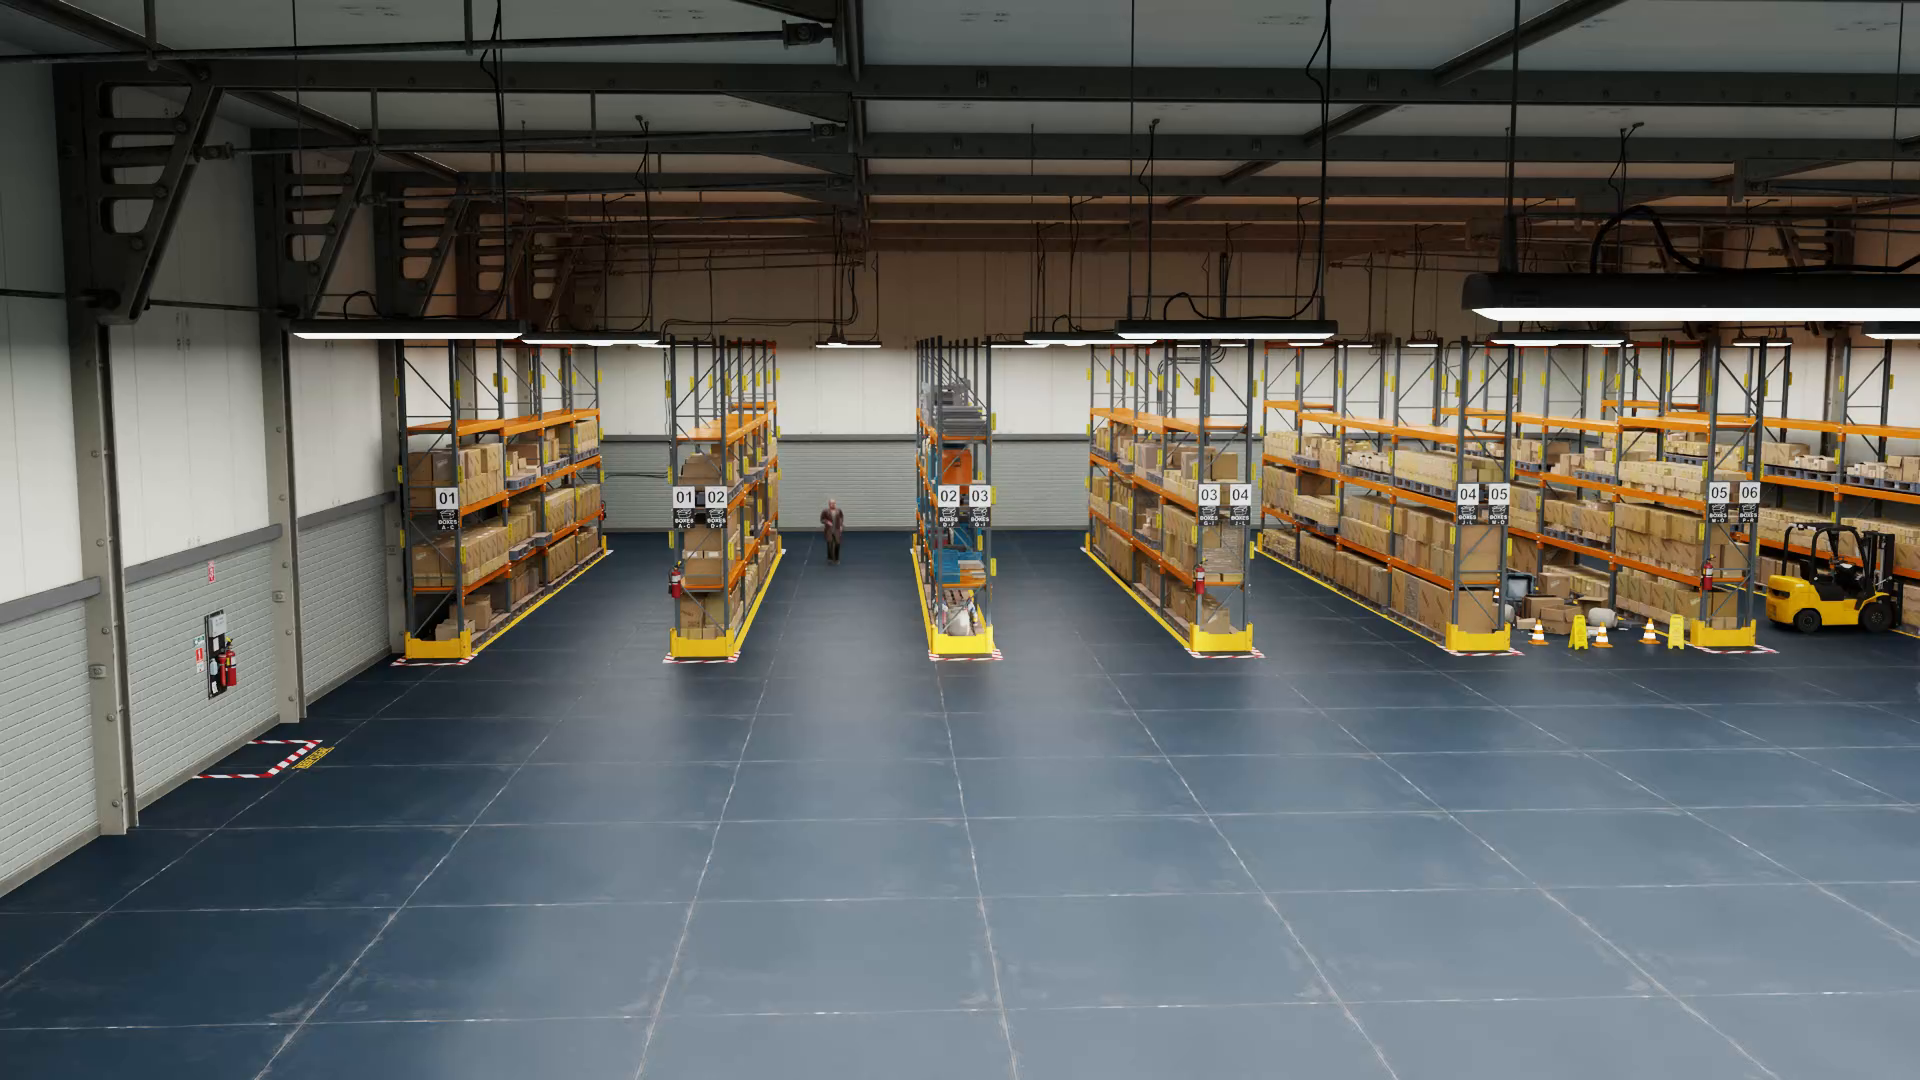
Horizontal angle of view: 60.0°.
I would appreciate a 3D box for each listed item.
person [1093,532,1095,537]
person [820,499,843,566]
[{"bbox_3d":[4.266,-0.692,48.861,0.919,1.786,0.727,1,7,8],"label":"person"},{"bbox_3d":[-3.411,-0.188,44.432,0.655,1.823,0.837,-1,7,-10],"label":"person"}]
